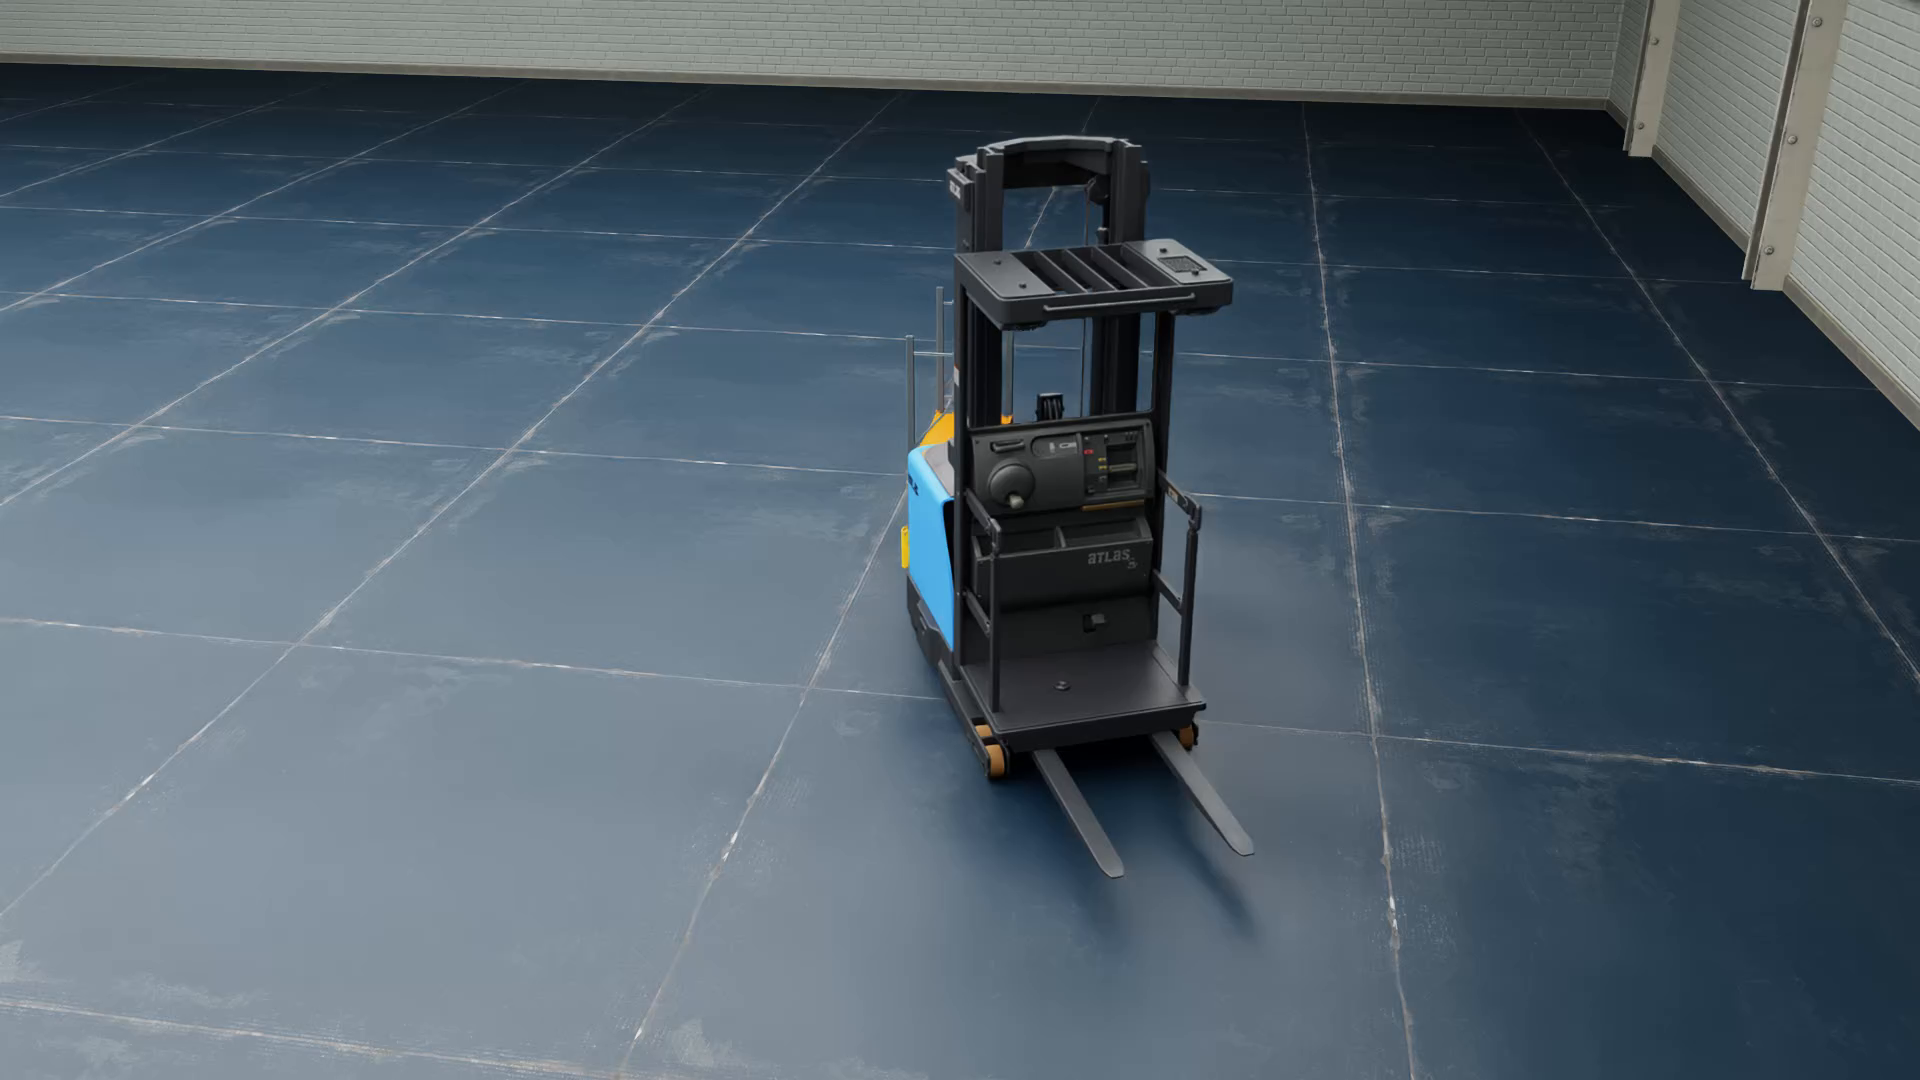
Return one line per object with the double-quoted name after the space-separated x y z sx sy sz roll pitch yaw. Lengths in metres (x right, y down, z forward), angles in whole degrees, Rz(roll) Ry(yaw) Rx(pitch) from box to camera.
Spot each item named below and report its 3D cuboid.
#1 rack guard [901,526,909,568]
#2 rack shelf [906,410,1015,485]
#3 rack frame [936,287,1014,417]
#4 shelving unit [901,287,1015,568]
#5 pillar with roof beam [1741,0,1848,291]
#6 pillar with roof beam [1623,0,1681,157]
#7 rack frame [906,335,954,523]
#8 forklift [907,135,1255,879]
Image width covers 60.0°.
-0.069 0.063 10.320 0.587 0.250 0.087 4 25 9 "rack guard"
0.014 -0.552 10.585 0.538 0.185 1.000 4 25 9 "rack shelf"
0.097 -0.928 10.962 0.500 1.500 0.032 4 25 9 "rack frame"
0.012 -0.711 10.500 0.587 1.500 1.083 4 25 9 "shelving unit"
3.490 -6.838 14.743 9.100 9.000 0.400 4 25 9 "pillar with roof beam"
4.470 -9.347 20.104 9.100 9.000 0.400 4 25 9 "pillar with roof beam"
-0.069 -0.502 10.054 0.500 1.500 0.032 4 25 9 "rack frame"
0.573 -0.333 8.005 1.130 2.935 3.031 -7 26 -14 "forklift"
